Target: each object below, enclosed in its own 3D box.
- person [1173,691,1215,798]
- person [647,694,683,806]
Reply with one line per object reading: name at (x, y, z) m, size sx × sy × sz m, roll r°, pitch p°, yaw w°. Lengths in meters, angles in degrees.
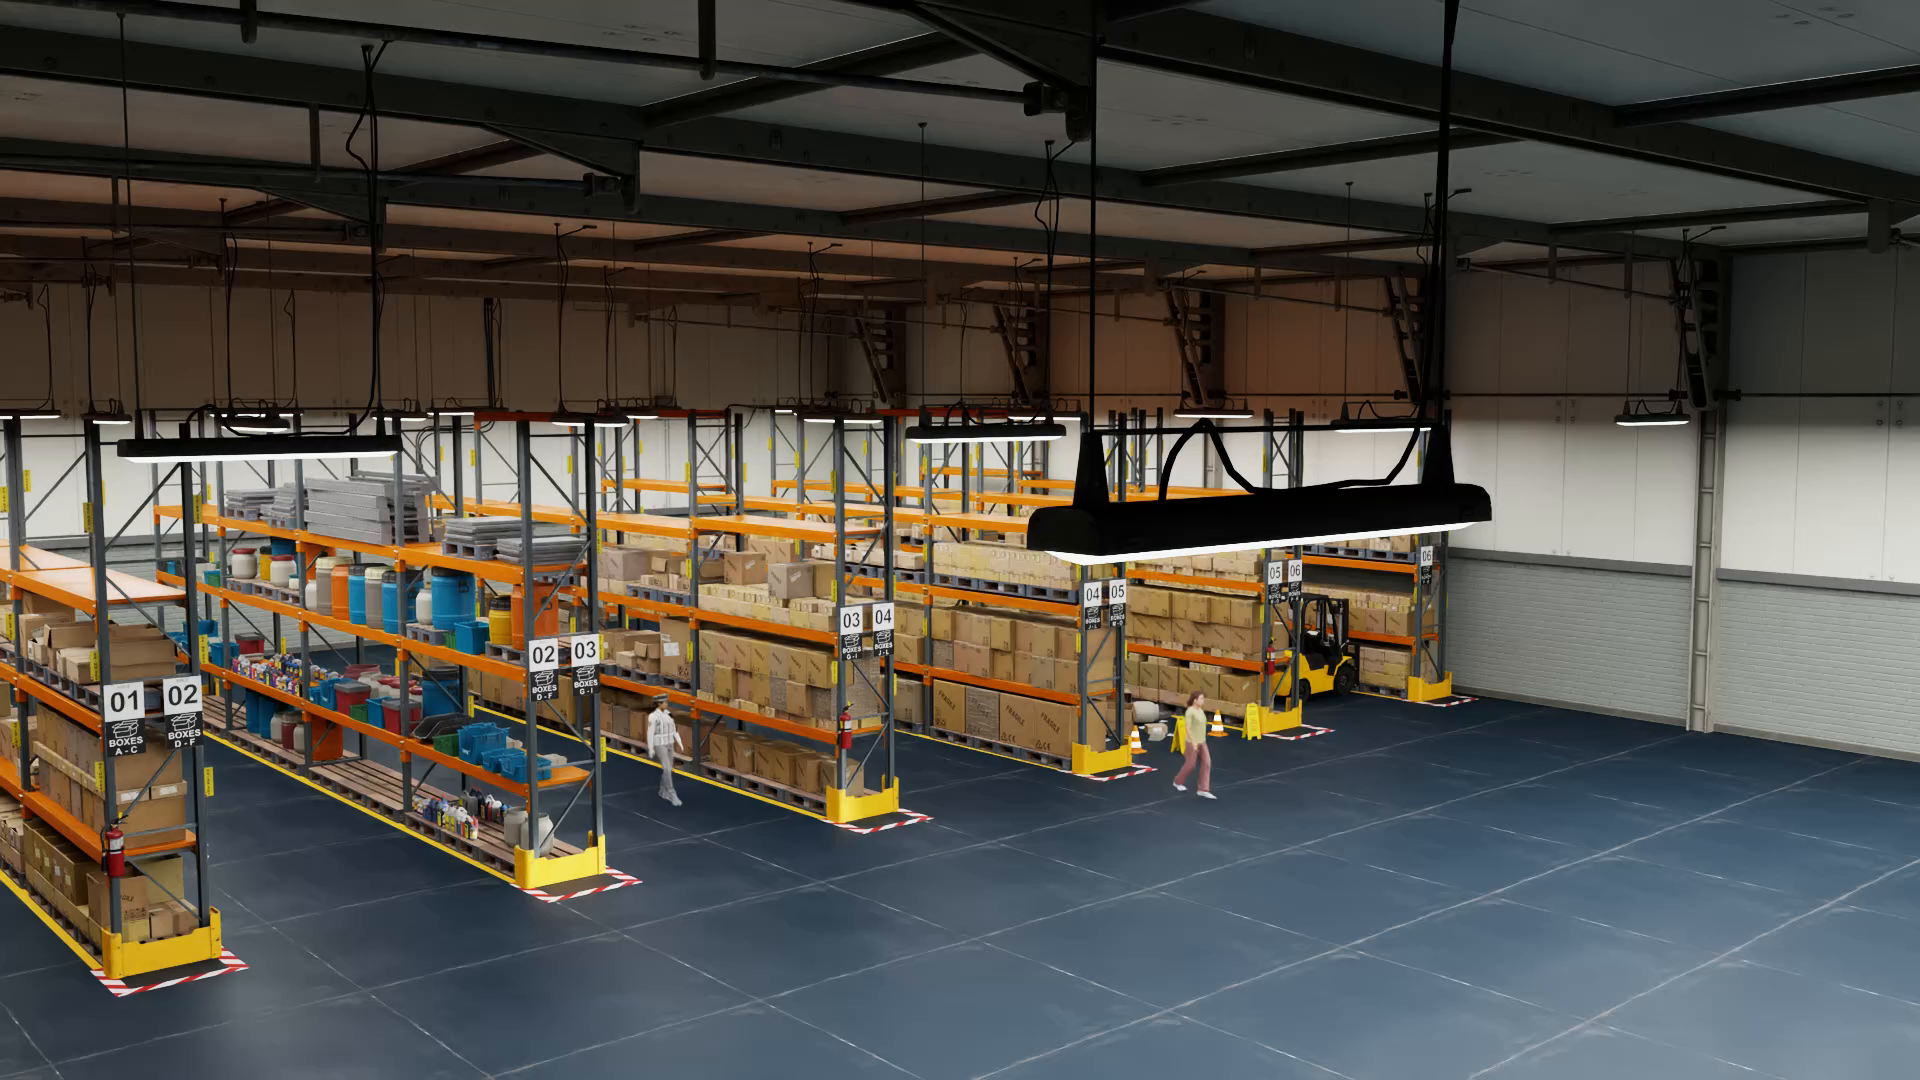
person at (3.730, 3.218, 26.301) m, size 0.763 × 1.674 × 0.524 m, roll 4°, pitch 6°, yaw 39°
person at (-4.503, 3.238, 25.872) m, size 0.688 × 1.674 × 0.507 m, roll 3°, pitch 6°, yaw 33°
